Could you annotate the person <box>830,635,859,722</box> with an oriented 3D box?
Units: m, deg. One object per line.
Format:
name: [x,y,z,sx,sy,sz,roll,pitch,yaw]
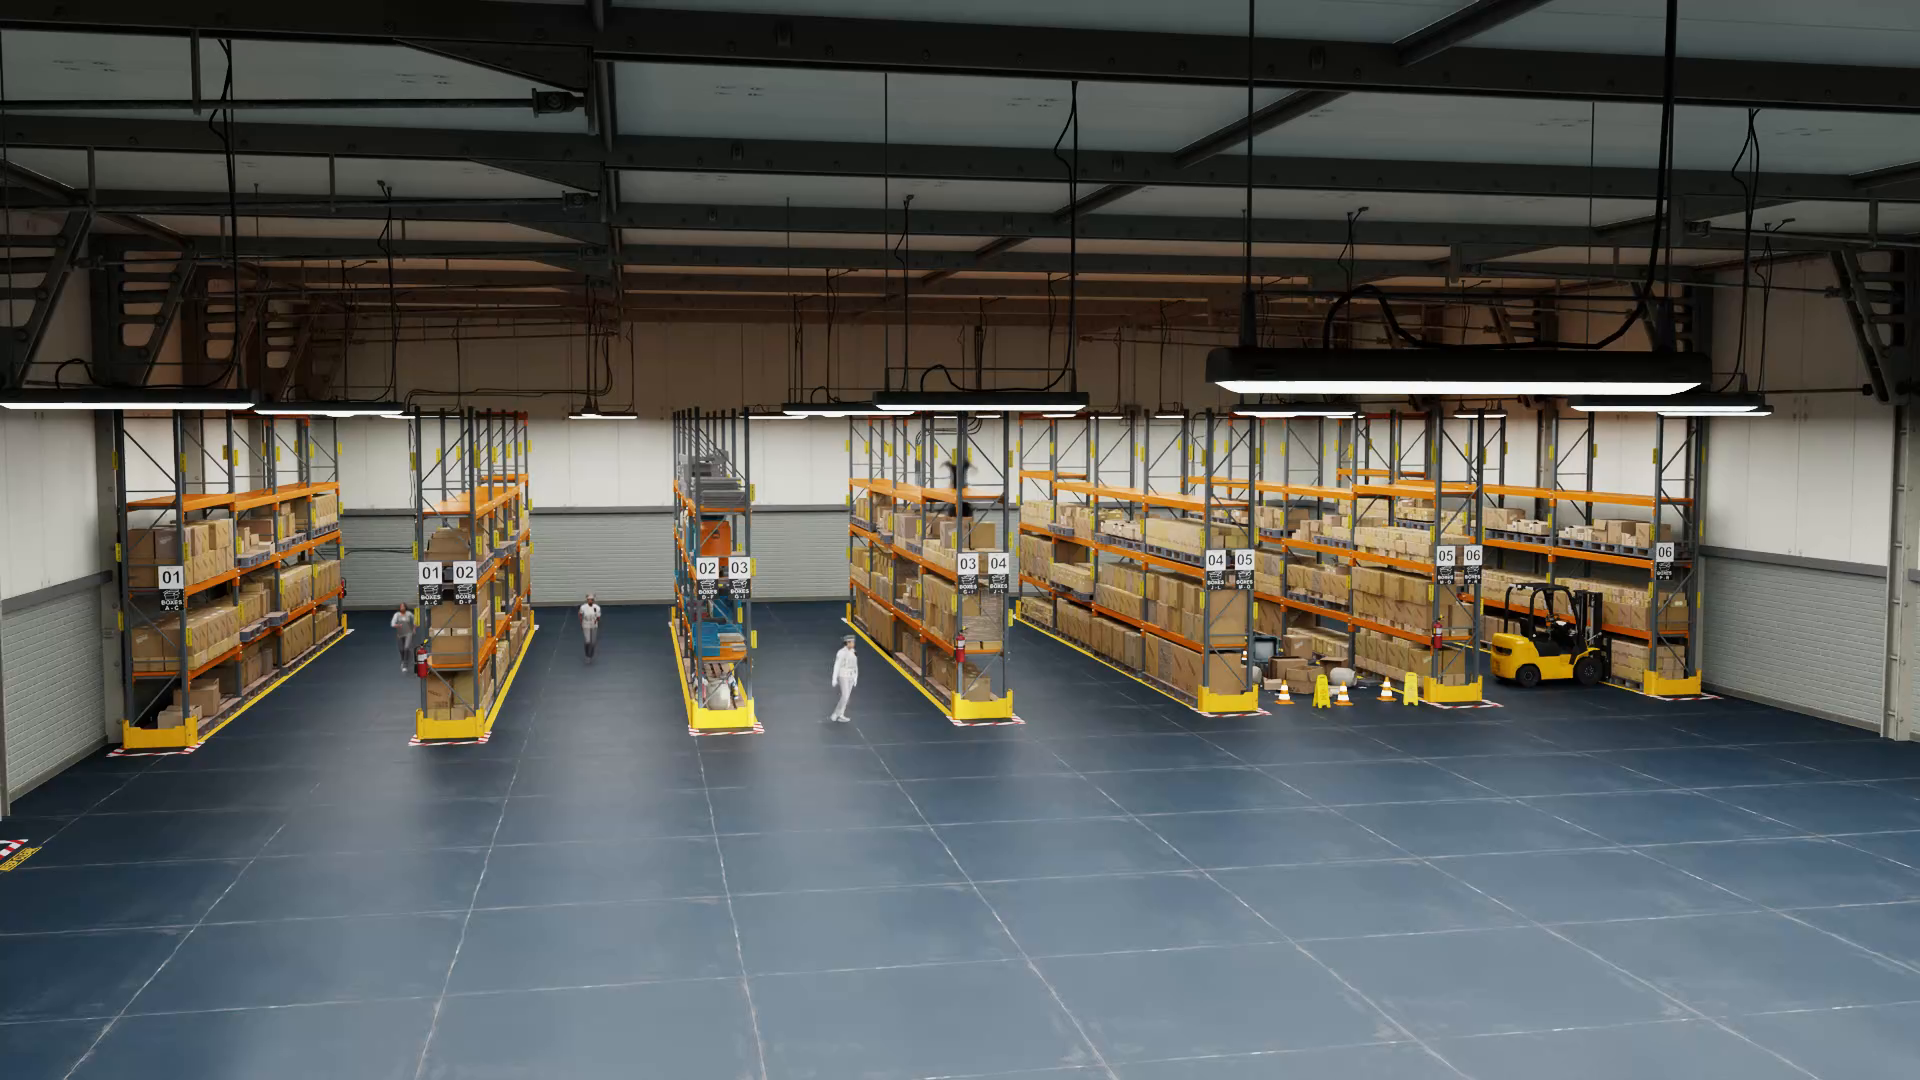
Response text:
person: [-2.177,2.634,31.607,0.416,1.661,0.564,3,5,40]

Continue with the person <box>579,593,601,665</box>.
person: [-8.753,2.100,39.385,0.490,1.708,0.802,-2,4,-21]

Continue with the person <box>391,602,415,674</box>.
person: [-12.690,2.202,37.928,0.509,1.609,0.861,-1,4,-12]
